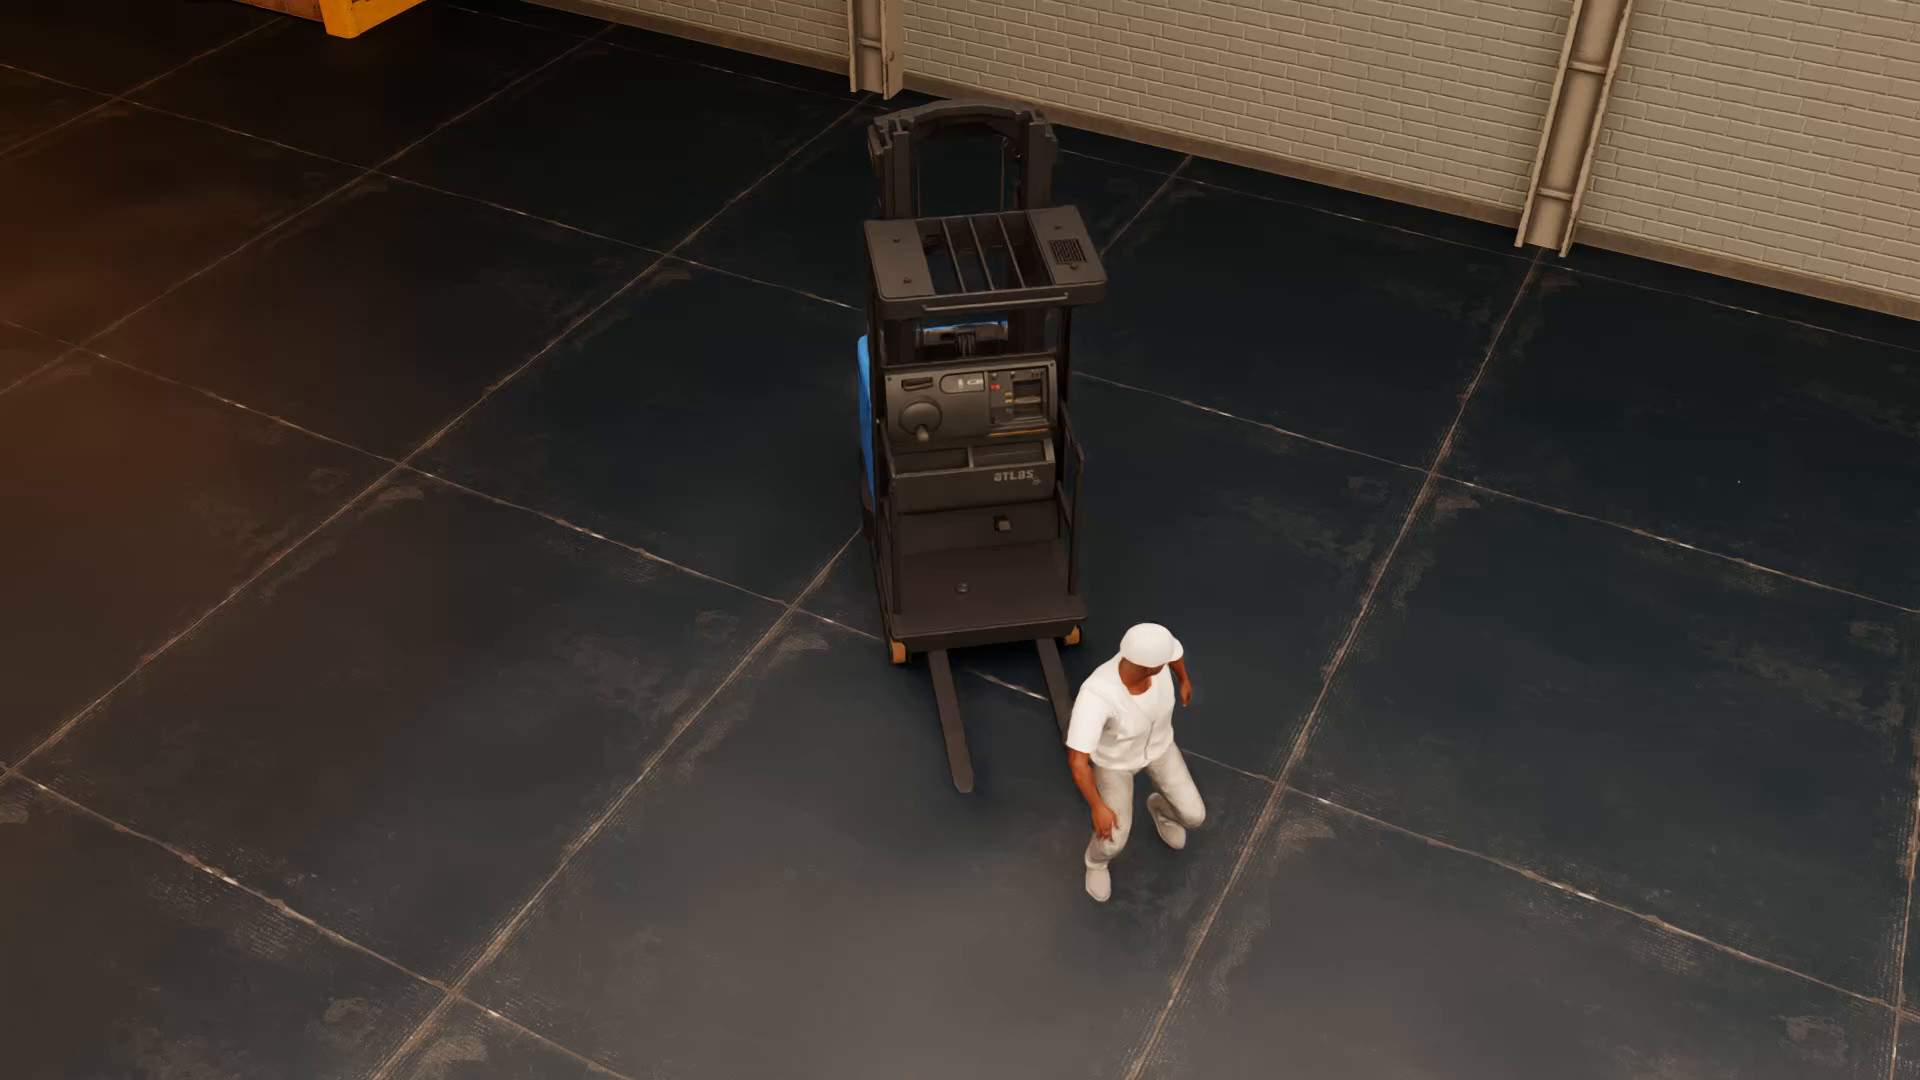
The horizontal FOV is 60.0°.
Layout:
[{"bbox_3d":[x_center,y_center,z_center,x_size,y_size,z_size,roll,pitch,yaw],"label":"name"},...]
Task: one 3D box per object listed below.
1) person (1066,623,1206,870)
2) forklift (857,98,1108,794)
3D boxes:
[{"bbox_3d":[0.846,0.967,7.773,0.858,1.583,0.621,-18,43,-20],"label":"person"},{"bbox_3d":[0.098,-0.668,8.780,1.130,2.935,3.031,-6,40,-7],"label":"forklift"}]
